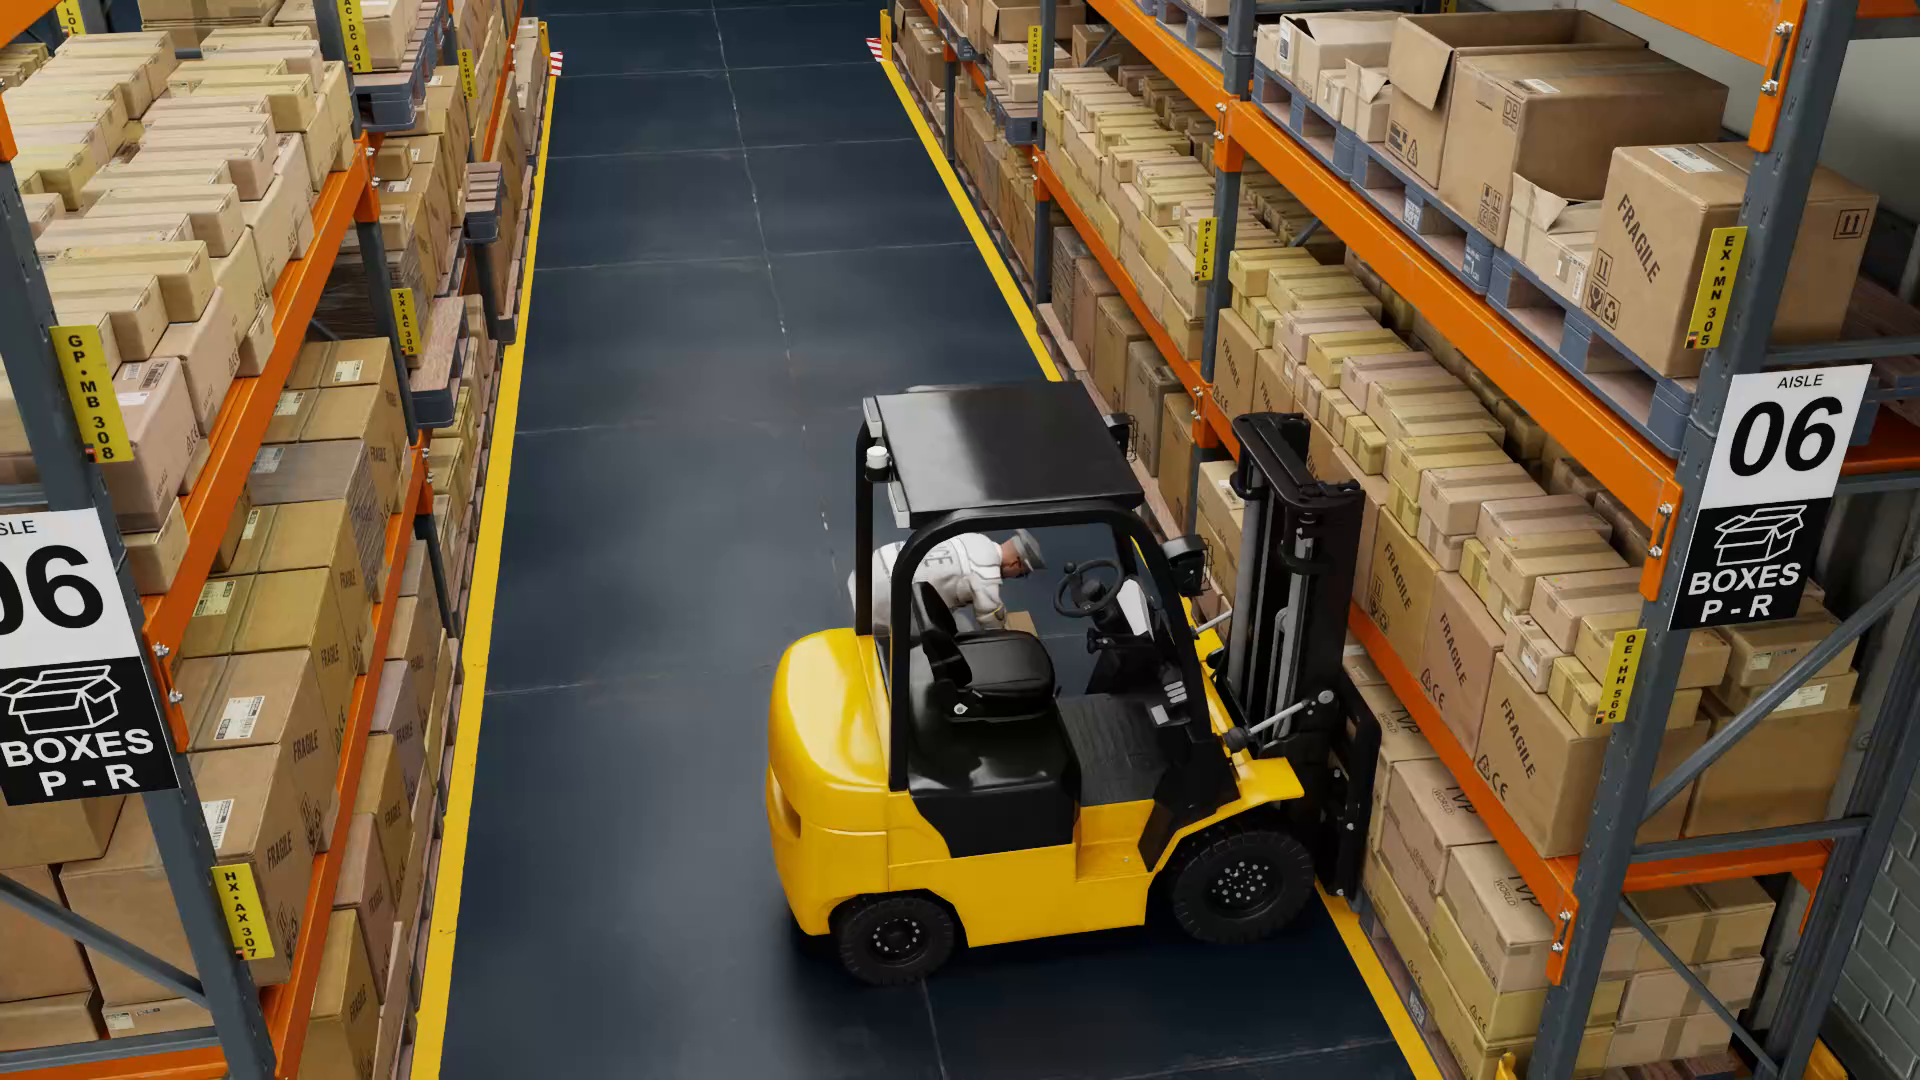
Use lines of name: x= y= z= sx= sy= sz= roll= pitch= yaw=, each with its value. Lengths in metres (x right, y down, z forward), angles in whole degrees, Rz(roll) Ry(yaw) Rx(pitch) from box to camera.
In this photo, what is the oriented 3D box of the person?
person: x=-0.051 y=0.361 z=8.484 sx=1.026 sy=0.813 sz=0.531 roll=-6 pitch=31 yaw=-10
